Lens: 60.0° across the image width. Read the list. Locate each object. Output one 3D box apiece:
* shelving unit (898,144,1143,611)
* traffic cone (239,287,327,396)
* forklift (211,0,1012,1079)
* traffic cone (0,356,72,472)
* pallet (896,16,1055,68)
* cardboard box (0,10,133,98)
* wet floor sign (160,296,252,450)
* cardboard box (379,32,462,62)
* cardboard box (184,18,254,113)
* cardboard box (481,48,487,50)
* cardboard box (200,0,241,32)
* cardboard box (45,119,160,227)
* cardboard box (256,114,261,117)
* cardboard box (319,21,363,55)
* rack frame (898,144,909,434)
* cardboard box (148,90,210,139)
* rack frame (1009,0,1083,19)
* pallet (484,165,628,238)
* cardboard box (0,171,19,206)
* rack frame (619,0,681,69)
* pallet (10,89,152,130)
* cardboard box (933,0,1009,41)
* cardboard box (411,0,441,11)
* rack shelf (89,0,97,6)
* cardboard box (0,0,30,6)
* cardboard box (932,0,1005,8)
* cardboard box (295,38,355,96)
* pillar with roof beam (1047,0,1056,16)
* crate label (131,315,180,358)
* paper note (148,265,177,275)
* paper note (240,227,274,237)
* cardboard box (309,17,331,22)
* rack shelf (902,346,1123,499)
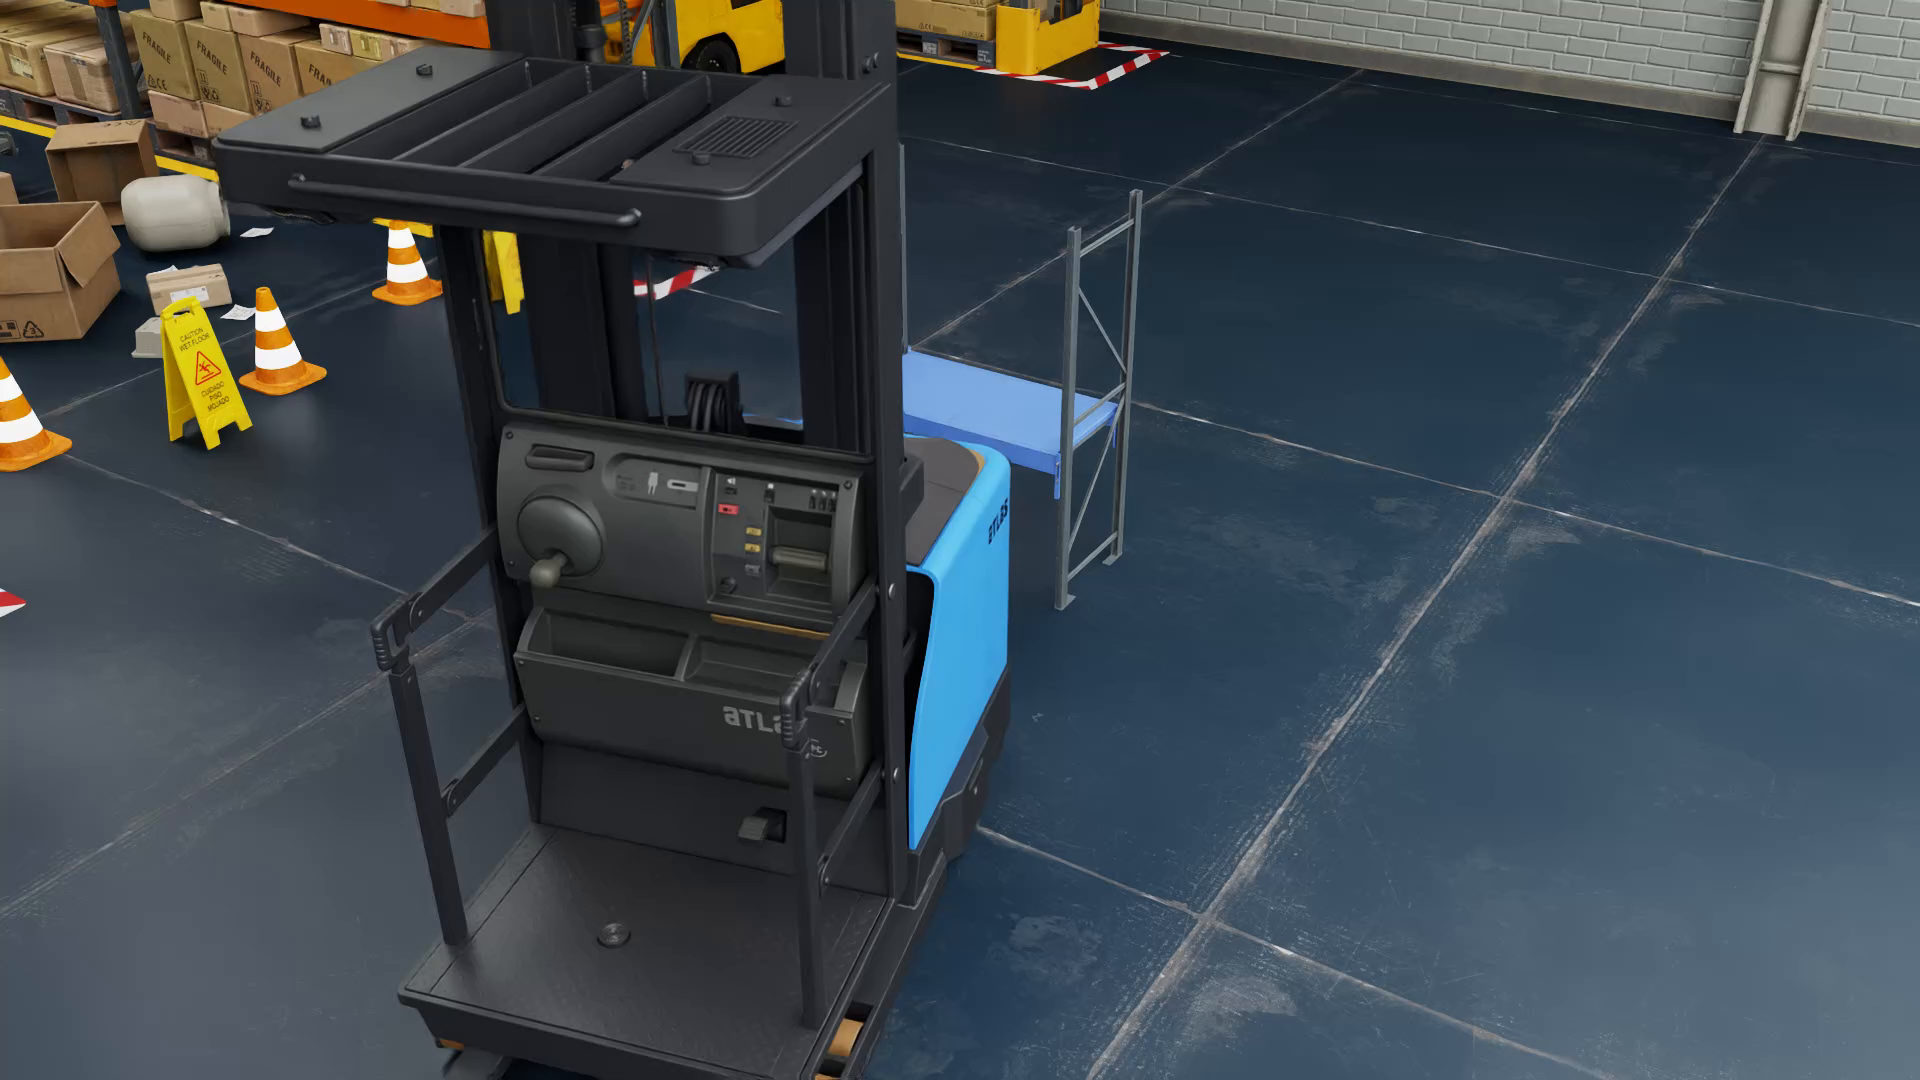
[{"bbox_3d":[0.072,-0.625,6.333,1.048,1.500,0.538,18,35,27],"label":"shelving unit"},{"bbox_3d":[-3.296,-0.988,7.984,0.334,0.463,0.336,18,35,27],"label":"traffic cone"},{"bbox_3d":[-0.747,0.014,3.818,1.130,2.935,3.031,9,31,15],"label":"forklift"},{"bbox_3d":[-4.185,-0.597,7.313,0.334,0.463,0.336,18,35,27],"label":"traffic cone"},{"bbox_3d":[0.022,-4.186,13.715,1.213,0.211,1.003,18,35,27],"label":"pallet"},{"bbox_3d":[-6.388,-3.532,12.019,0.625,0.372,0.950,20,36,30],"label":"cardboard box"},{"bbox_3d":[-3.413,-0.764,7.420,0.232,0.644,0.267,12,32,19],"label":"wet floor sign"},{"bbox_3d":[-3.108,-2.855,9.590,0.250,0.149,0.380,19,35,29],"label":"cardboard box"},{"bbox_3d":[-4.516,-3.061,10.588,0.500,0.500,0.500,19,35,29],"label":"cardboard box"},{"bbox_3d":[-2.500,-2.742,10.041,0.500,0.500,0.500,16,34,26],"label":"cardboard box"},{"bbox_3d":[-4.465,-3.284,10.326,0.250,0.149,0.380,19,35,29],"label":"cardboard box"},{"bbox_3d":[-5.148,-2.209,10.038,0.500,0.500,0.500,-9,32,-15],"label":"cardboard box"},{"bbox_3d":[-4.067,-2.597,10.536,0.500,0.250,0.500,17,34,27],"label":"cardboard box"},{"bbox_3d":[-3.541,-2.995,9.830,0.250,0.149,0.380,19,35,29],"label":"cardboard box"},{"bbox_3d":[-0.358,-0.761,6.566,0.032,1.500,0.500,18,35,27],"label":"rack frame"},{"bbox_3d":[-4.975,-2.876,11.015,0.500,0.250,0.500,16,34,25],"label":"cardboard box"},{"bbox_3d":[0.692,-5.203,12.692,0.127,3.000,1.000,18,35,27],"label":"rack frame"},{"bbox_3d":[-2.677,-2.132,10.196,1.213,0.211,1.003,18,35,27],"label":"pallet"},{"bbox_3d":[-5.574,-1.701,9.032,0.503,0.637,0.797,18,35,27],"label":"cardboard box"},{"bbox_3d":[-1.944,-3.084,9.059,0.127,3.000,1.000,18,35,27],"label":"rack frame"},{"bbox_3d":[-5.992,-3.159,11.955,1.213,0.211,1.003,18,35,27],"label":"pallet"},{"bbox_3d":[0.126,-4.188,13.264,0.500,0.250,0.500,18,35,28],"label":"cardboard box"},{"bbox_3d":[-2.854,-3.083,9.306,0.250,0.149,0.380,17,34,27],"label":"cardboard box"},{"bbox_3d":[-7.026,-4.380,11.996,4.000,0.370,1.077,18,35,27],"label":"rack shelf"},{"bbox_3d":[-7.617,-3.923,12.689,0.625,0.372,0.950,17,34,26],"label":"cardboard box"},{"bbox_3d":[0.113,-4.410,13.148,0.500,0.250,0.500,17,34,27],"label":"cardboard box"},{"bbox_3d":[-3.628,-2.781,10.109,0.500,0.500,0.500,17,34,26],"label":"cardboard box"},{"bbox_3d":[-1.707,-6.528,9.010,0.400,9.000,9.100,18,35,27],"label":"pillar with roof beam"},{"bbox_3d":[-3.995,-1.031,8.382,0.298,0.136,0.250,1,30,2],"label":"crate label"},{"bbox_3d":[-4.442,-1.492,9.288,0.148,0.019,0.142,-21,36,-32],"label":"paper note"},{"bbox_3d":[-4.165,-1.829,9.855,0.148,0.019,0.142,6,31,10],"label":"paper note"},{"bbox_3d":[-3.823,-3.157,10.753,0.500,0.500,0.500,20,36,30],"label":"cardboard box"},{"bbox_3d":[0.072,-0.470,6.424,1.000,0.185,0.538,18,35,27],"label":"rack shelf"}]
